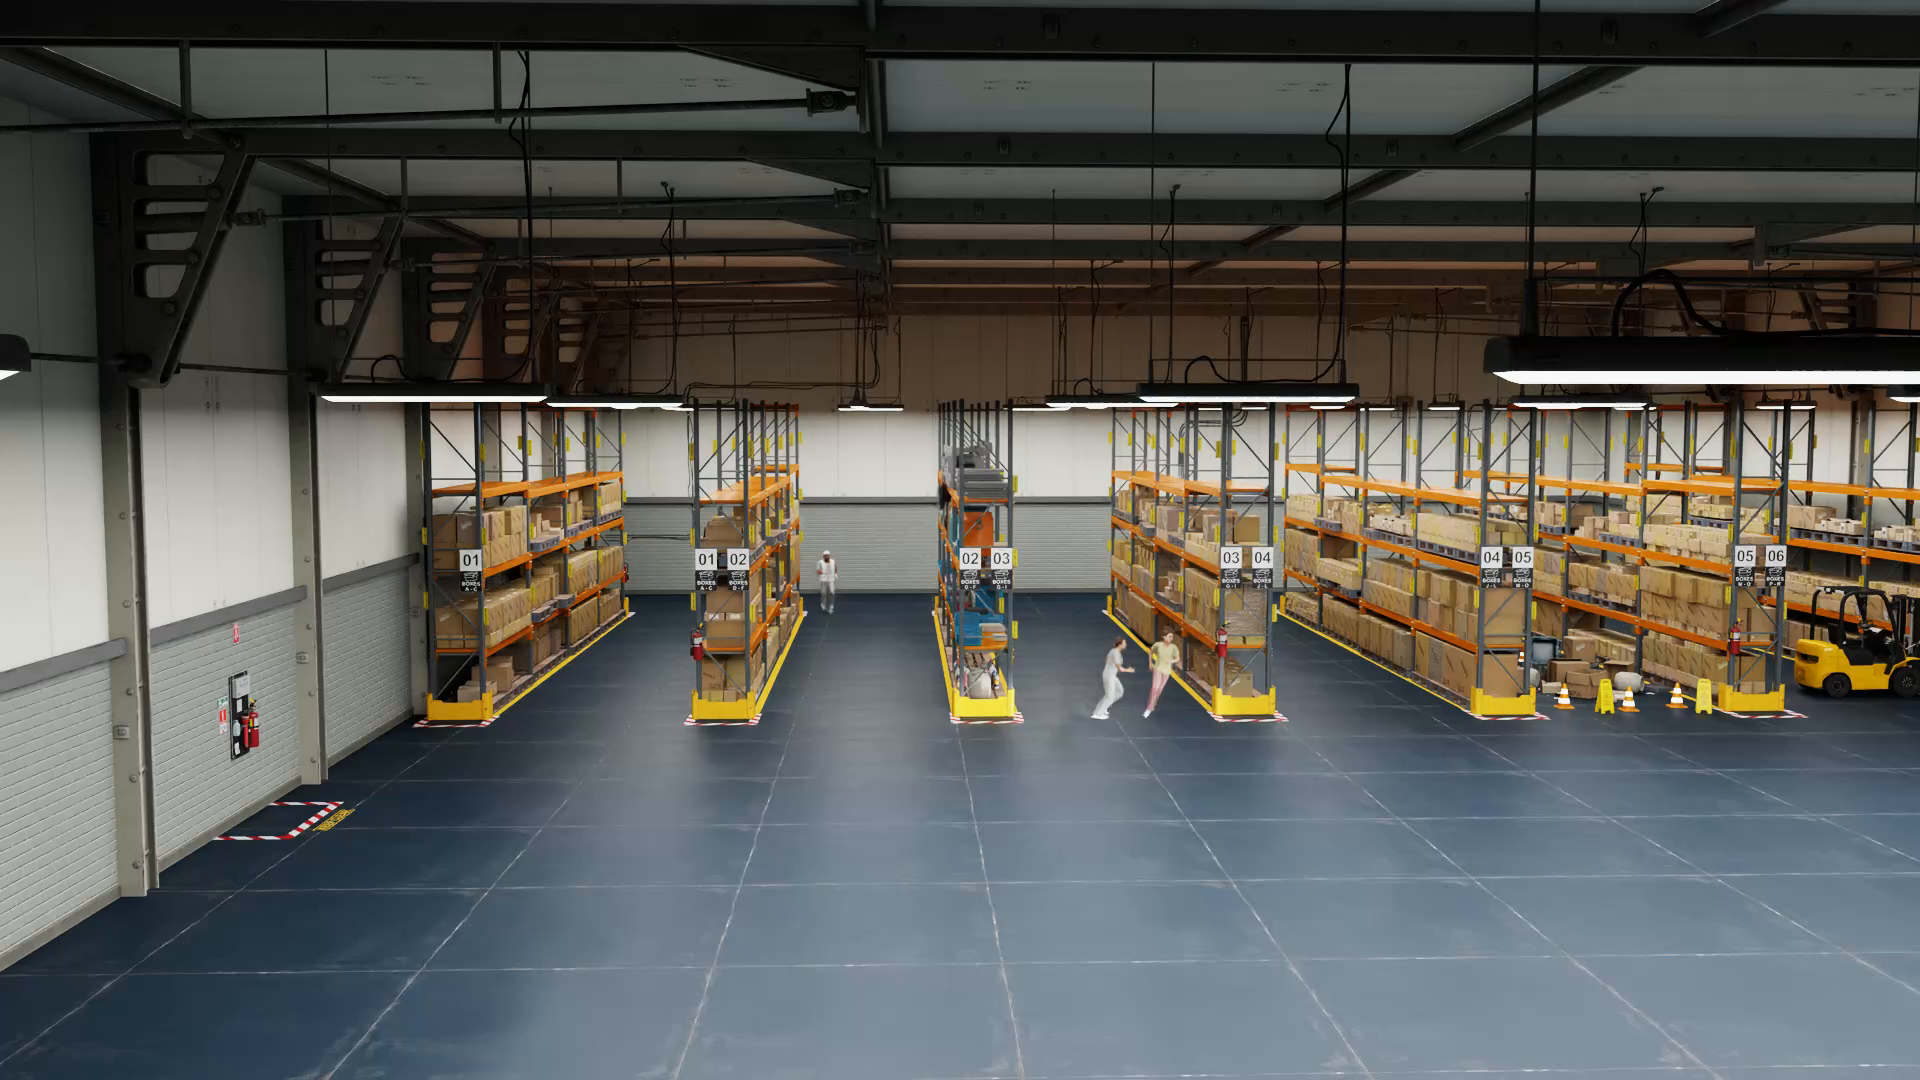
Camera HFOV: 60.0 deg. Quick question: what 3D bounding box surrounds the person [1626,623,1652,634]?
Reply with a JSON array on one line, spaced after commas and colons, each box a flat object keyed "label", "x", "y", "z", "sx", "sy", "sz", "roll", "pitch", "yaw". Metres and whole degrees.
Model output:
[{"label": "person", "x": 17.630, "y": 1.582, "z": 42.949, "sx": 0.661, "sy": 1.772, "sz": 0.959, "roll": -2, "pitch": 5, "yaw": -23}]

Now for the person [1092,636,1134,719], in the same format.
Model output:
[{"label": "person", "x": 2.878, "y": 2.582, "z": 31.177, "sx": 0.780, "sy": 1.568, "sz": 0.556, "roll": 0, "pitch": 4, "yaw": 6}]

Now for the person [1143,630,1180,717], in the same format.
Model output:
[{"label": "person", "x": 3.798, "y": 2.505, "z": 31.669, "sx": 0.755, "sy": 1.627, "sz": 0.751, "roll": 0, "pitch": 4, "yaw": -6}]

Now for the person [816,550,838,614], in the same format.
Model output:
[{"label": "person", "x": -3.811, "y": 1.212, "z": 47.741, "sx": 0.657, "sy": 1.836, "sz": 0.854, "roll": -1, "pitch": 4, "yaw": -13}]
